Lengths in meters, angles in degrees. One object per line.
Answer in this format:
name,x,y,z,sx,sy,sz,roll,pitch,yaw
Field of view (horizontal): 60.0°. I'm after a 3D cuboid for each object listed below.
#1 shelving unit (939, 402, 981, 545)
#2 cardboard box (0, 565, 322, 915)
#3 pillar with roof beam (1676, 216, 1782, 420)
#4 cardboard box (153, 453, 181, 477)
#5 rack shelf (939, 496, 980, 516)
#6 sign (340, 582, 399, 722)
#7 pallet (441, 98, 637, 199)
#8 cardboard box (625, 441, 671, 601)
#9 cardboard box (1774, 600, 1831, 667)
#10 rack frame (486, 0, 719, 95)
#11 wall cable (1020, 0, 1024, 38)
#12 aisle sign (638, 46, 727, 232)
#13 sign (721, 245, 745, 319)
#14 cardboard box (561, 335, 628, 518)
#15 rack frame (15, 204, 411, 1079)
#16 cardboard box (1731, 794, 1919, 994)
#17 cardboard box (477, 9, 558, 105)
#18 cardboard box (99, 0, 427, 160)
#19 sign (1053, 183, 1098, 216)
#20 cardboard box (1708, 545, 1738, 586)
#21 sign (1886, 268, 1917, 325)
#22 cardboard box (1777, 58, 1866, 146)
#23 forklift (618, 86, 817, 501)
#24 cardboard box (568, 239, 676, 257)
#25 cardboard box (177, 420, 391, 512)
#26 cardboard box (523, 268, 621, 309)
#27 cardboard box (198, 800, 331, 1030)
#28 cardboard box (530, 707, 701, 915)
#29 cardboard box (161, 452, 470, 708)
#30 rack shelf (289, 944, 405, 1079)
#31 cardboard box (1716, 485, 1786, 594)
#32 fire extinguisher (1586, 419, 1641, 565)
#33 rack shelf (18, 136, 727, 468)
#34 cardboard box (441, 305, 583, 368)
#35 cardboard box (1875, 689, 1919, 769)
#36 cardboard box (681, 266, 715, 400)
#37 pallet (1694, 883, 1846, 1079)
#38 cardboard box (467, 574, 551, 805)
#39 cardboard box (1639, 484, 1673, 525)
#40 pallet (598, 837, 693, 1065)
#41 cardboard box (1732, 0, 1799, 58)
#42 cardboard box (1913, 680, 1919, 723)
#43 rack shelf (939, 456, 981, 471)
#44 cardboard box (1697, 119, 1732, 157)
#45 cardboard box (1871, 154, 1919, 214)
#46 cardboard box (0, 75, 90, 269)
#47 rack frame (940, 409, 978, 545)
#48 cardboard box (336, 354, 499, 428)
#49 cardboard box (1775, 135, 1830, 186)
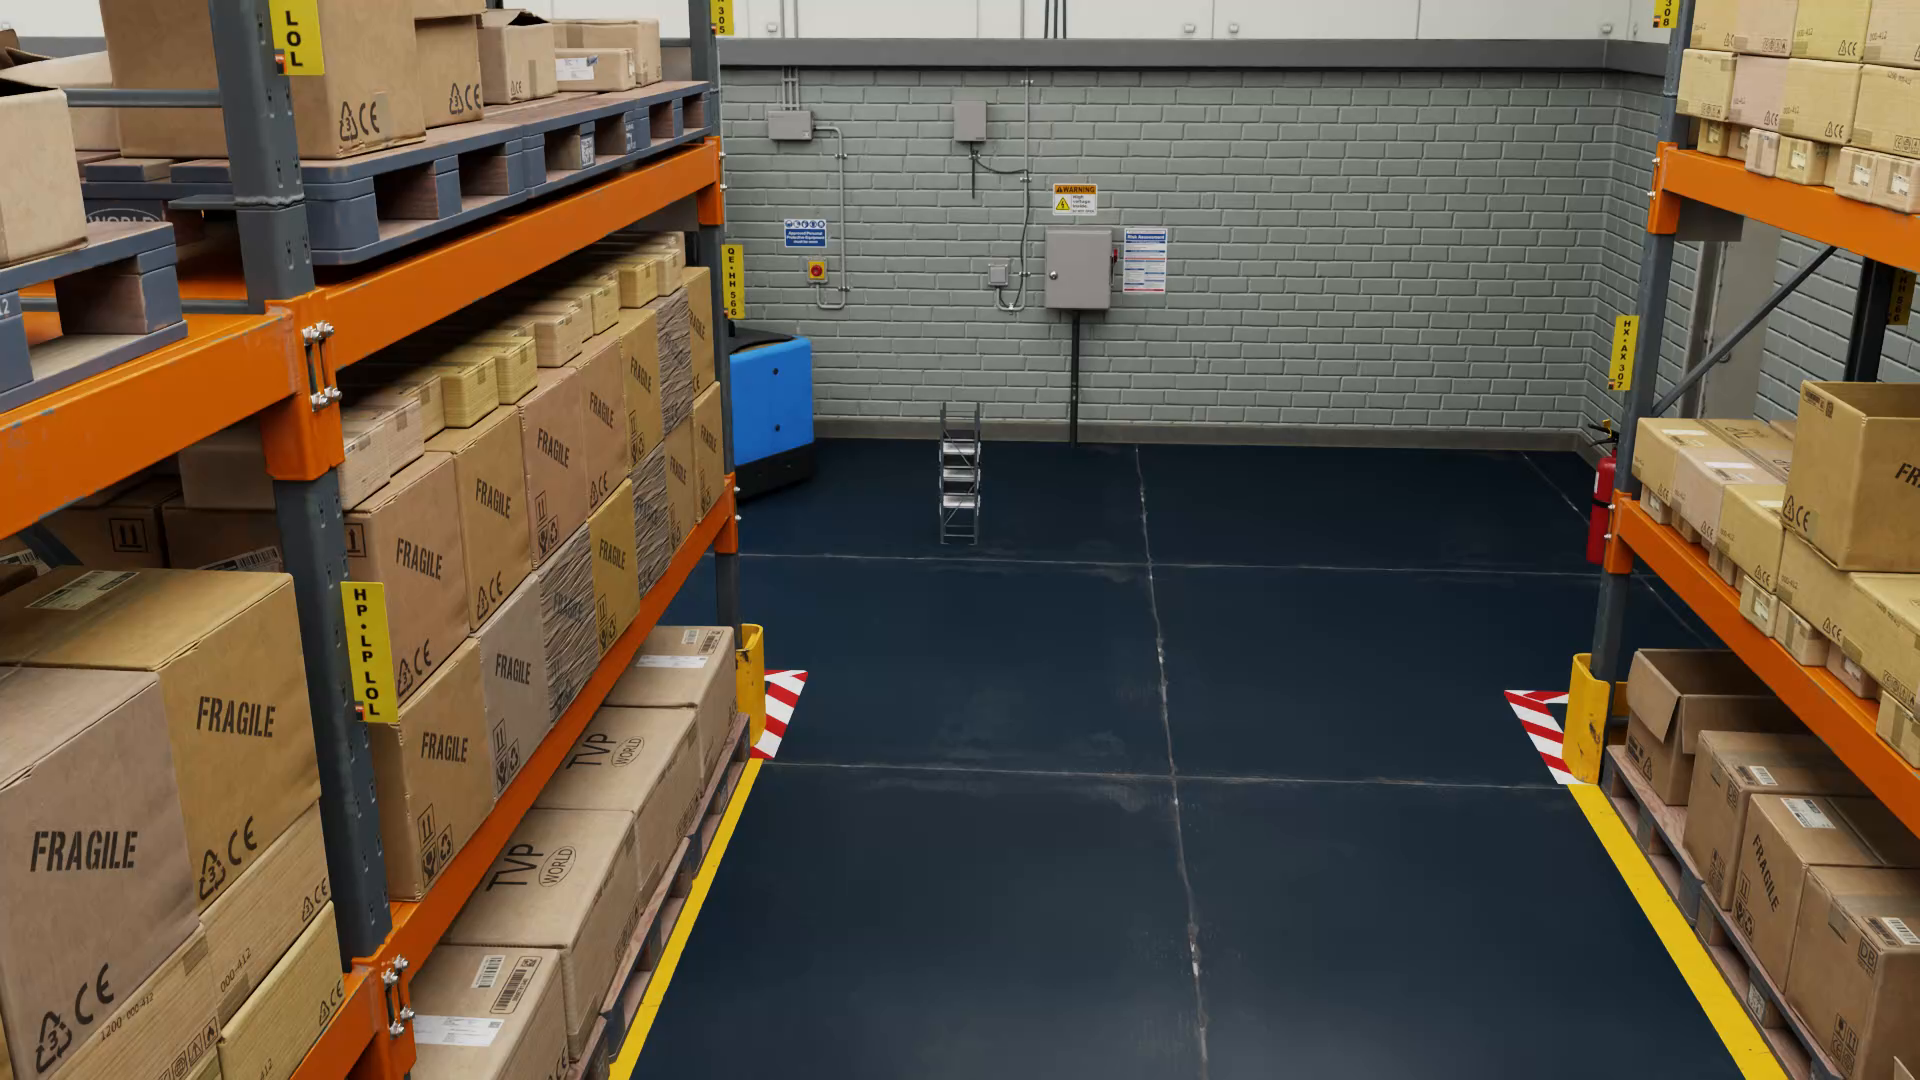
shelving unit,0.001,-0.430,10.791,0.258,0.900,0.210,1,18,4
cardboard box,-1.612,0.371,3.206,0.500,0.500,0.500,2,18,6
pillar with roof beam,0.206,-4.147,9.128,9.100,9.000,0.400,1,18,4
cardboard box,-1.999,-0.264,4.102,0.380,0.149,0.250,2,18,5
rack shelf,0.001,-0.227,10.857,0.258,0.077,0.200,1,18,4
sign,-1.289,0.246,3.622,0.100,0.325,0.005,1,18,4
pallet,-1.671,-1.265,5.293,1.003,0.211,1.213,1,18,4
cardboard box,-1.393,-0.069,6.156,0.500,0.500,0.500,2,18,6
cardboard box,2.970,0.314,5.552,0.380,0.149,0.250,2,18,5
rack frame,-1.544,-3.344,6.675,1.000,3.000,0.127,1,18,4
wall cable,-0.667,-5.099,12.032,2.355,3.000,0.029,1,18,4
aisle sign,-1.230,-1.743,7.252,0.394,0.787,0.004,1,18,4
sign,-1.004,-1.139,7.342,0.100,0.325,0.005,1,18,4
cardboard box,-1.426,-0.388,5.523,0.500,0.500,0.500,1,18,4
rack frame,-1.831,0.750,3.818,1.000,3.000,0.127,1,18,4
cardboard box,3.031,1.220,5.723,0.500,0.500,0.500,2,18,5
cardboard box,-1.701,-1.659,5.660,0.500,0.311,0.500,2,18,5
cardboard box,-1.579,-1.148,3.798,0.500,0.500,0.500,2,18,5
sign,0.882,-2.610,12.746,0.339,0.242,0.001,1,18,4
cardboard box,3.075,0.072,6.290,0.380,0.149,0.250,2,18,6
sign,3.959,-1.065,6.988,0.100,0.325,0.005,1,18,4
cardboard box,3.038,-1.430,5.415,0.500,0.250,0.500,1,18,2
forklift,-2.538,-1.972,12.235,3.031,2.935,1.130,13,22,34
cardboard box,-1.364,-1.128,6.741,0.380,0.149,0.250,2,18,5
cardboard box,-1.549,-0.174,3.827,0.380,0.149,0.250,1,18,3
cardboard box,-1.447,-0.889,6.012,0.380,0.149,0.250,1,18,3
cardboard box,-1.620,0.726,3.329,0.500,0.250,0.500,1,18,4
cardboard box,-1.549,1.017,6.443,0.875,0.438,0.875,2,18,5
cardboard box,-1.555,0.084,4.082,0.500,0.500,0.500,1,18,4
rack shelf,-1.974,1.713,2.034,1.077,0.370,4.000,1,18,4
cardboard box,3.037,-0.004,5.882,0.500,0.250,0.500,1,18,3
fire extinguisher,2.957,-0.225,7.516,0.296,0.674,0.183,1,18,4
rack shelf,-1.687,-0.955,5.359,1.077,0.370,4.000,1,18,4
cardboard box,-1.421,-0.646,5.270,0.380,0.149,0.250,1,18,4
cardboard box,2.919,0.551,4.829,0.380,0.149,0.250,1,18,3
cardboard box,-1.341,-0.860,6.965,0.500,0.500,0.500,2,18,6
pallet,3.256,1.591,5.728,1.003,0.211,1.213,1,18,4
cardboard box,-1.496,0.406,4.706,0.500,0.500,0.500,1,18,4
cardboard box,3.110,-0.168,7.021,0.380,0.149,0.250,1,18,3
pallet,-1.613,1.460,6.127,1.003,0.211,1.213,1,18,4
cardboard box,3.070,-1.826,5.823,0.500,0.250,0.500,1,18,4
cardboard box,2.935,0.470,4.436,0.500,0.250,0.500,1,18,4
rack shelf,0.001,-0.484,10.773,0.258,0.077,0.200,1,18,4
cardboard box,3.152,-1.595,6.561,0.380,0.149,0.250,2,18,5
cardboard box,2.933,-1.044,4.878,0.380,0.149,0.250,2,18,5
cardboard box,-1.684,-0.555,2.450,0.500,0.311,0.500,1,18,4
rack frame,-0.007,-0.399,10.694,0.240,0.900,0.006,1,18,4
cardboard box,-1.492,-0.410,4.548,0.380,0.149,0.250,1,18,4
cardboard box,2.992,-1.277,5.590,0.380,0.149,0.250,1,18,4
